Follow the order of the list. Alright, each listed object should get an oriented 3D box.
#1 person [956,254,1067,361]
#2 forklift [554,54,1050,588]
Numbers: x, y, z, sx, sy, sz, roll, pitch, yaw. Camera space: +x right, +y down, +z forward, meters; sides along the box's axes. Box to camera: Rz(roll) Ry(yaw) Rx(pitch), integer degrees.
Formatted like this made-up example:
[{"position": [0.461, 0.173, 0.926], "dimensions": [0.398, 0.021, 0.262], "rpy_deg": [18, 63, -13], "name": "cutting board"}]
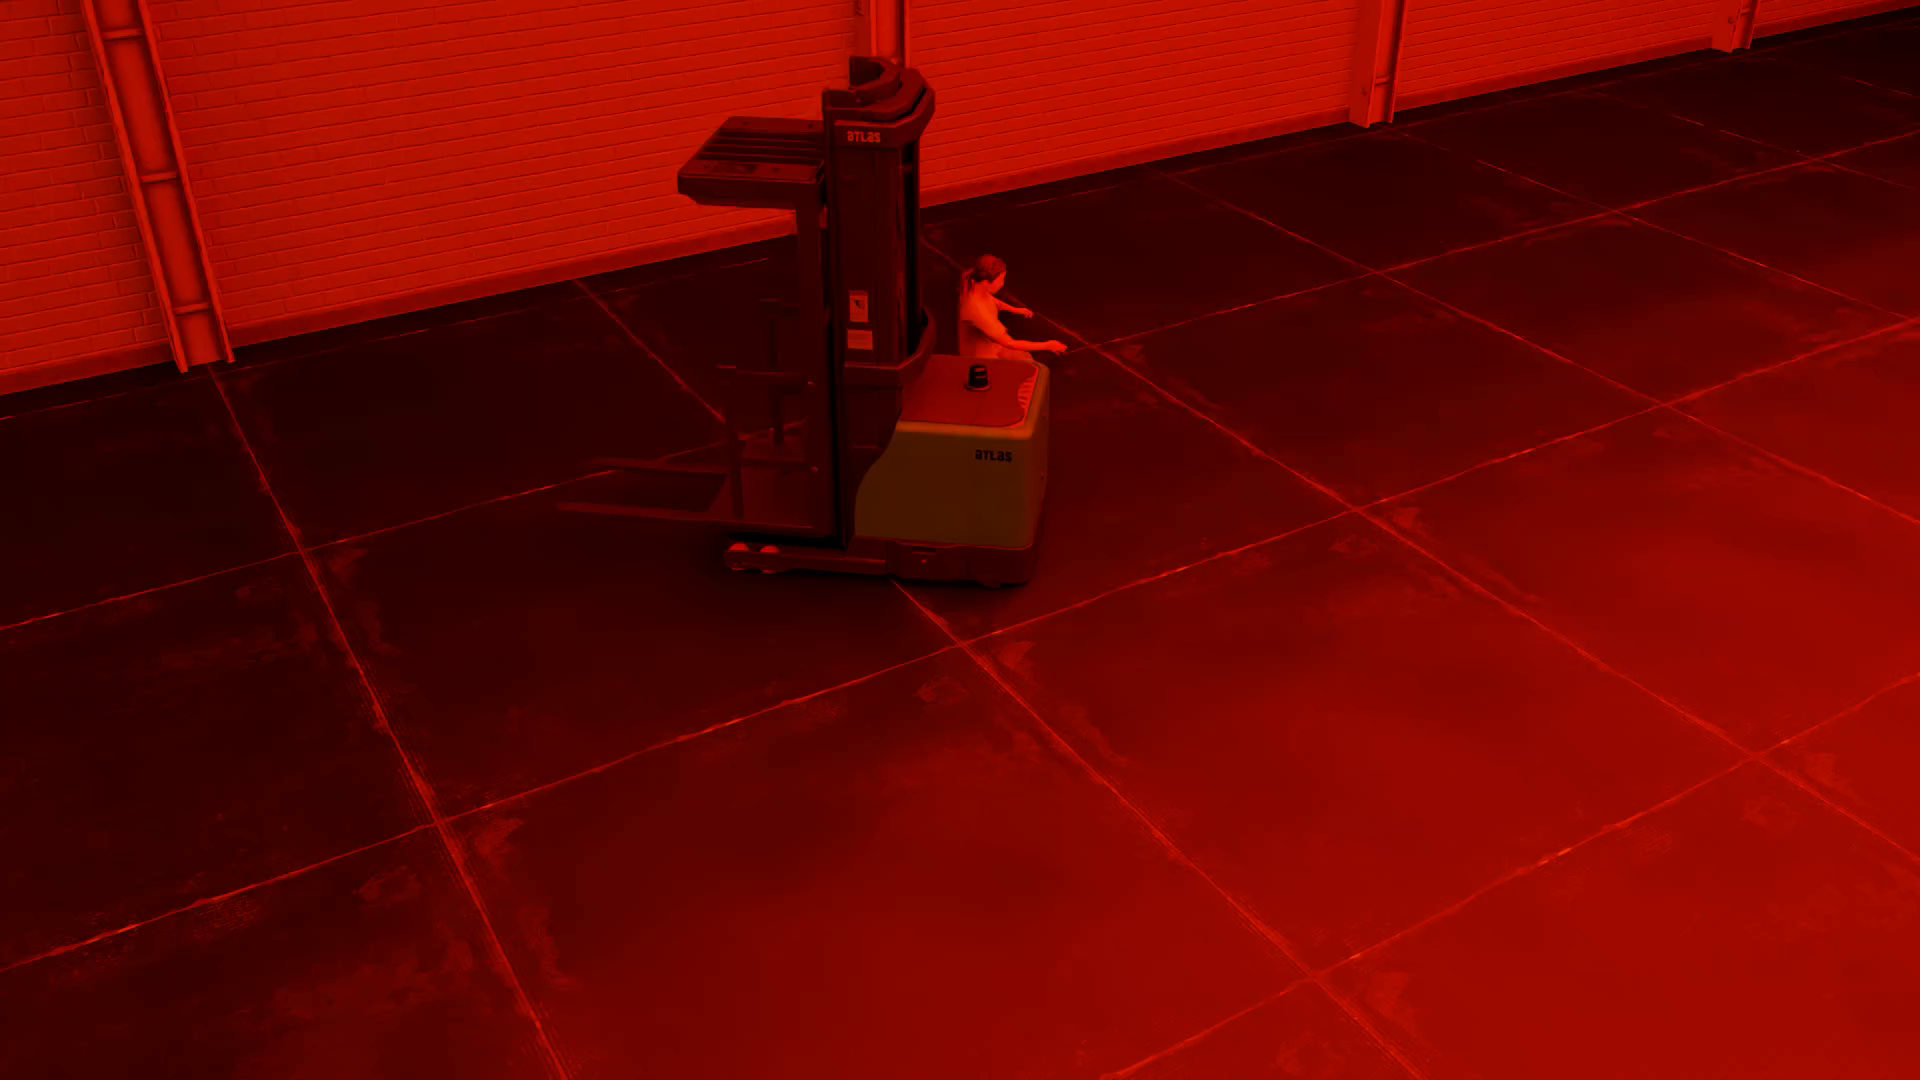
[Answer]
[{"position": [0.333, -1.225, 11.116], "dimensions": [0.732, 1.477, 0.809], "rpy_deg": [-1, 31, -1], "name": "person"}, {"position": [-0.995, -1.314, 9.841], "dimensions": [3.031, 2.935, 1.130], "rpy_deg": [5, 31, 8], "name": "forklift"}]
